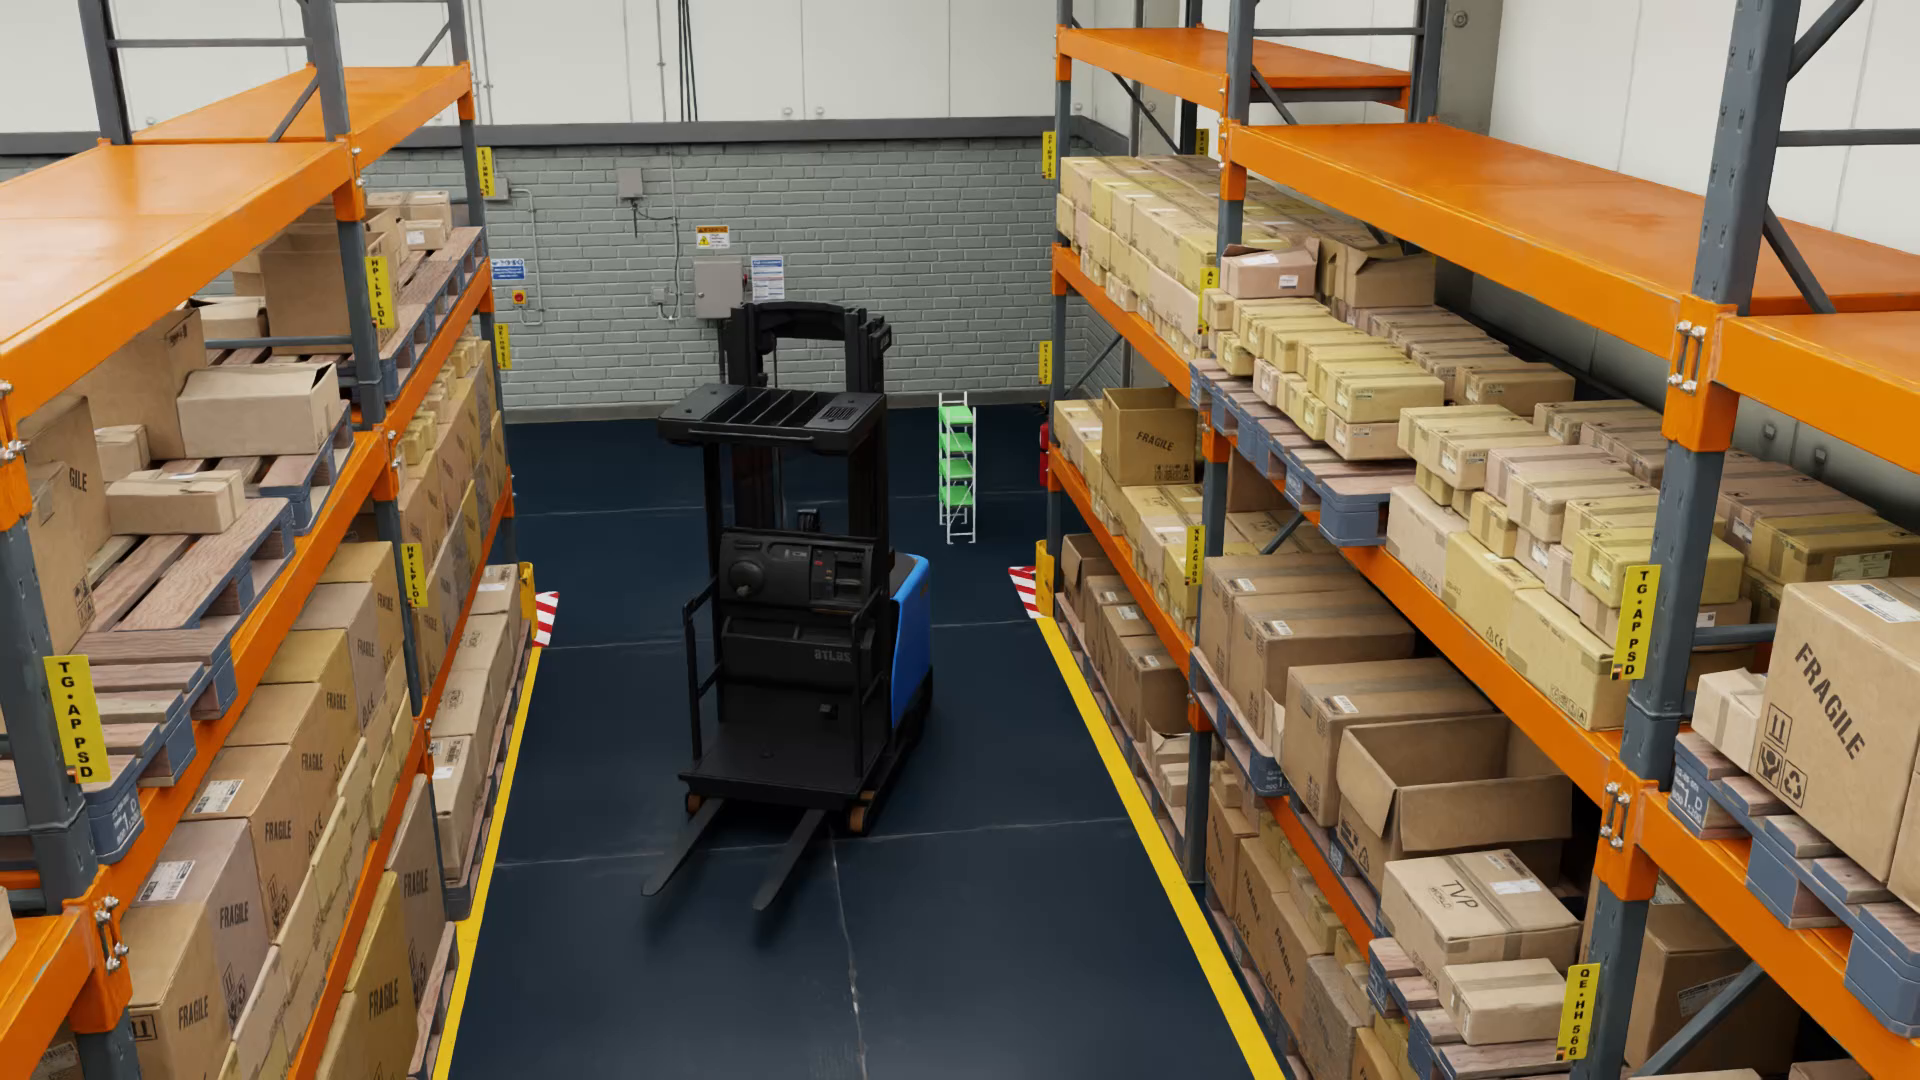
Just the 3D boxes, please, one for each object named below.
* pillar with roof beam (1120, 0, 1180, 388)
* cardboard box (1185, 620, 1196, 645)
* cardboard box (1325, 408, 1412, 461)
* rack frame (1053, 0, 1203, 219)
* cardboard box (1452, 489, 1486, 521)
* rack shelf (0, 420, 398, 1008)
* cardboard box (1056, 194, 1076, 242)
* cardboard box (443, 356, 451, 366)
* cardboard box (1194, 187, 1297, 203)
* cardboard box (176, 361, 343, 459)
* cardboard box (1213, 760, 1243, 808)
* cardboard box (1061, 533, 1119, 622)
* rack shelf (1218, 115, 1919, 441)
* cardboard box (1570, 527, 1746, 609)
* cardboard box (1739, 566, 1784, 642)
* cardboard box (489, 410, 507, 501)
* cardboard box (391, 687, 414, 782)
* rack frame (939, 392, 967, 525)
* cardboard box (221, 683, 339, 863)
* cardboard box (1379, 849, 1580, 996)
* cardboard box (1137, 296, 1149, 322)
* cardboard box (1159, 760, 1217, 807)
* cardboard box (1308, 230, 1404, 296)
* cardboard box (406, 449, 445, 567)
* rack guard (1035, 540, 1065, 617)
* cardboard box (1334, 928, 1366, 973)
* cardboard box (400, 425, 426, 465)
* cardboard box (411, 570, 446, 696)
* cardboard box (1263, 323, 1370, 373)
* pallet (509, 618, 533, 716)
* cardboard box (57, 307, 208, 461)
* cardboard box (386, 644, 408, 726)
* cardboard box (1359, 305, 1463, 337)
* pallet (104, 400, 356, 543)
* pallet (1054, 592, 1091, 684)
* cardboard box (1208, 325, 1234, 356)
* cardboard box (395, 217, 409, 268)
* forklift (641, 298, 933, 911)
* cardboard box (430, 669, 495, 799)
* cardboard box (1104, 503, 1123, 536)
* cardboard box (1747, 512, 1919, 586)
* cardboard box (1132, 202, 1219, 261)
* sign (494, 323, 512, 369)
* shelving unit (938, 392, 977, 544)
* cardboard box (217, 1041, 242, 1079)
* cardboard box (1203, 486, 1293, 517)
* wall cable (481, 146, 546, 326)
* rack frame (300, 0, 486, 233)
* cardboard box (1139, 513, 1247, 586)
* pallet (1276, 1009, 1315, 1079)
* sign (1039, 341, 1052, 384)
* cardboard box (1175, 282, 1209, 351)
[{"bbox_3d":[-2.586,-4.502,13.483,9.100,9.000,0.400,-3,21,-8],"label":"pillar with roof beam"},{"bbox_3d":[1.451,0.475,9.090,0.380,0.149,0.250,-3,21,-7],"label":"cardboard box"},{"bbox_3d":[1.644,-0.421,6.460,0.380,0.149,0.250,-2,21,-7],"label":"cardboard box"},{"bbox_3d":[1.171,-3.740,11.443,1.000,3.000,0.127,-3,21,-8],"label":"rack frame"},{"bbox_3d":[1.938,-0.148,5.757,0.380,0.149,0.250,-3,21,-7],"label":"cardboard box"},{"bbox_3d":[-2.876,0.331,5.858,1.077,0.370,4.000,-3,21,-8],"label":"rack shelf"},{"bbox_3d":[0.964,-2.237,11.494,0.500,0.250,0.500,-3,21,-8],"label":"cardboard box"},{"bbox_3d":[-3.347,-1.028,10.256,0.380,0.149,0.250,-3,21,-8],"label":"cardboard box"},{"bbox_3d":[1.715,-1.966,10.054,0.500,0.250,0.500,-3,21,-8],"label":"cardboard box"},{"bbox_3d":[-2.829,-0.559,6.739,0.500,0.311,0.500,-3,21,-8],"label":"cardboard box"},{"bbox_3d":[1.536,1.263,8.666,0.380,0.149,0.250,-2,21,-5],"label":"cardboard box"},{"bbox_3d":[1.165,0.260,12.276,0.797,0.503,0.637,-4,21,-10],"label":"cardboard box"},{"bbox_3d":[2.035,-1.138,6.077,1.077,0.370,4.000,-3,21,-8],"label":"rack shelf"},{"bbox_3d":[1.981,0.075,4.735,0.380,0.149,0.250,-2,21,-6],"label":"cardboard box"},{"bbox_3d":[2.507,0.180,4.879,0.380,0.149,0.250,-3,21,-7],"label":"cardboard box"},{"bbox_3d":[-3.409,-0.571,11.390,0.500,0.500,0.500,-3,21,-7],"label":"cardboard box"},{"bbox_3d":[-2.850,0.920,7.755,0.500,0.250,0.500,-3,21,-9],"label":"cardboard box"},{"bbox_3d":[-0.059,-0.704,14.460,0.240,1.200,0.015,-3,21,-8],"label":"rack frame"},{"bbox_3d":[-2.626,0.867,6.109,0.500,0.500,0.500,-3,21,-7],"label":"cardboard box"},{"bbox_3d":[1.851,1.365,5.964,0.500,0.250,0.500,-4,21,-10],"label":"cardboard box"},{"bbox_3d":[1.258,-1.386,9.787,0.380,0.149,0.250,-3,21,-7],"label":"cardboard box"},{"bbox_3d":[1.376,1.416,9.687,0.380,0.149,0.250,-4,21,-9],"label":"cardboard box"},{"bbox_3d":[1.859,-1.307,7.814,0.396,0.266,0.258,-3,21,-9],"label":"cardboard box"},{"bbox_3d":[-3.060,-0.161,8.861,0.500,0.500,0.500,-3,21,-8],"label":"cardboard box"},{"bbox_3d":[1.181,0.268,12.859,1.175,0.500,0.348,-3,21,-8],"label":"rack guard"},{"bbox_3d":[1.854,1.804,7.218,0.380,0.149,0.250,-3,21,-8],"label":"cardboard box"},{"bbox_3d":[-3.059,-0.498,8.838,0.380,0.149,0.250,-3,21,-8],"label":"cardboard box"},{"bbox_3d":[-2.973,0.484,8.564,0.500,0.500,0.500,-2,21,-6],"label":"cardboard box"},{"bbox_3d":[1.523,-0.823,7.111,0.380,0.149,0.250,-3,21,-9],"label":"cardboard box"},{"bbox_3d":[-3.548,0.901,11.576,1.003,0.211,1.213,-3,21,-8],"label":"pallet"},{"bbox_3d":[-3.324,-0.622,6.639,0.500,0.500,0.500,-3,21,-9],"label":"cardboard box"},{"bbox_3d":[-2.860,0.683,7.674,0.500,0.250,0.500,-3,21,-8],"label":"cardboard box"},{"bbox_3d":[2.010,-0.943,7.432,0.380,0.149,0.250,-3,21,-9],"label":"cardboard box"},{"bbox_3d":[-2.983,-0.294,6.776,0.805,0.209,1.217,-4,21,-10],"label":"pallet"},{"bbox_3d":[1.297,0.679,12.171,1.003,0.211,1.213,-3,21,-8],"label":"pallet"},{"bbox_3d":[1.397,-0.952,7.882,0.380,0.149,0.250,-3,21,-7],"label":"cardboard box"},{"bbox_3d":[-3.574,-1.764,9.824,0.500,0.311,0.500,-3,21,-7],"label":"cardboard box"},{"bbox_3d":[-1.009,0.198,9.572,1.130,2.935,3.031,4,21,12],"label":"forklift"},{"bbox_3d":[-3.278,1.178,9.912,0.875,0.438,0.875,-4,21,-9],"label":"cardboard box"},{"bbox_3d":[1.141,-0.146,10.752,0.380,0.149,0.250,-2,21,-7],"label":"cardboard box"},{"bbox_3d":[2.544,0.038,4.835,0.380,0.149,0.250,-4,21,-10],"label":"cardboard box"},{"bbox_3d":[1.290,-1.767,9.522,0.500,0.250,0.500,-3,21,-7],"label":"cardboard box"},{"bbox_3d":[-3.202,-1.354,11.635,0.100,0.325,0.005,-3,21,-8],"label":"sign"},{"bbox_3d":[-0.024,-0.619,14.234,0.258,1.200,0.503,-3,21,-8],"label":"shelving unit"},{"bbox_3d":[-2.416,1.740,4.845,0.500,0.250,0.500,-3,21,-8],"label":"cardboard box"},{"bbox_3d":[1.791,-0.151,10.197,0.500,0.250,0.500,-2,21,-7],"label":"cardboard box"},{"bbox_3d":[-4.577,-3.120,16.859,0.585,1.953,0.123,-3,21,-8],"label":"wall cable"},{"bbox_3d":[-3.741,-3.488,10.769,1.000,3.000,0.127,-3,21,-8],"label":"rack frame"},{"bbox_3d":[1.345,0.049,9.660,0.500,0.250,0.500,-3,21,-8],"label":"cardboard box"},{"bbox_3d":[2.081,2.465,7.390,1.003,0.211,1.213,-3,21,-8],"label":"pallet"},{"bbox_3d":[0.634,-1.308,12.268,0.100,0.325,0.005,-3,21,-8],"label":"sign"},{"bbox_3d":[1.430,-1.173,8.647,0.500,0.250,0.500,-3,21,-8],"label":"cardboard box"}]
